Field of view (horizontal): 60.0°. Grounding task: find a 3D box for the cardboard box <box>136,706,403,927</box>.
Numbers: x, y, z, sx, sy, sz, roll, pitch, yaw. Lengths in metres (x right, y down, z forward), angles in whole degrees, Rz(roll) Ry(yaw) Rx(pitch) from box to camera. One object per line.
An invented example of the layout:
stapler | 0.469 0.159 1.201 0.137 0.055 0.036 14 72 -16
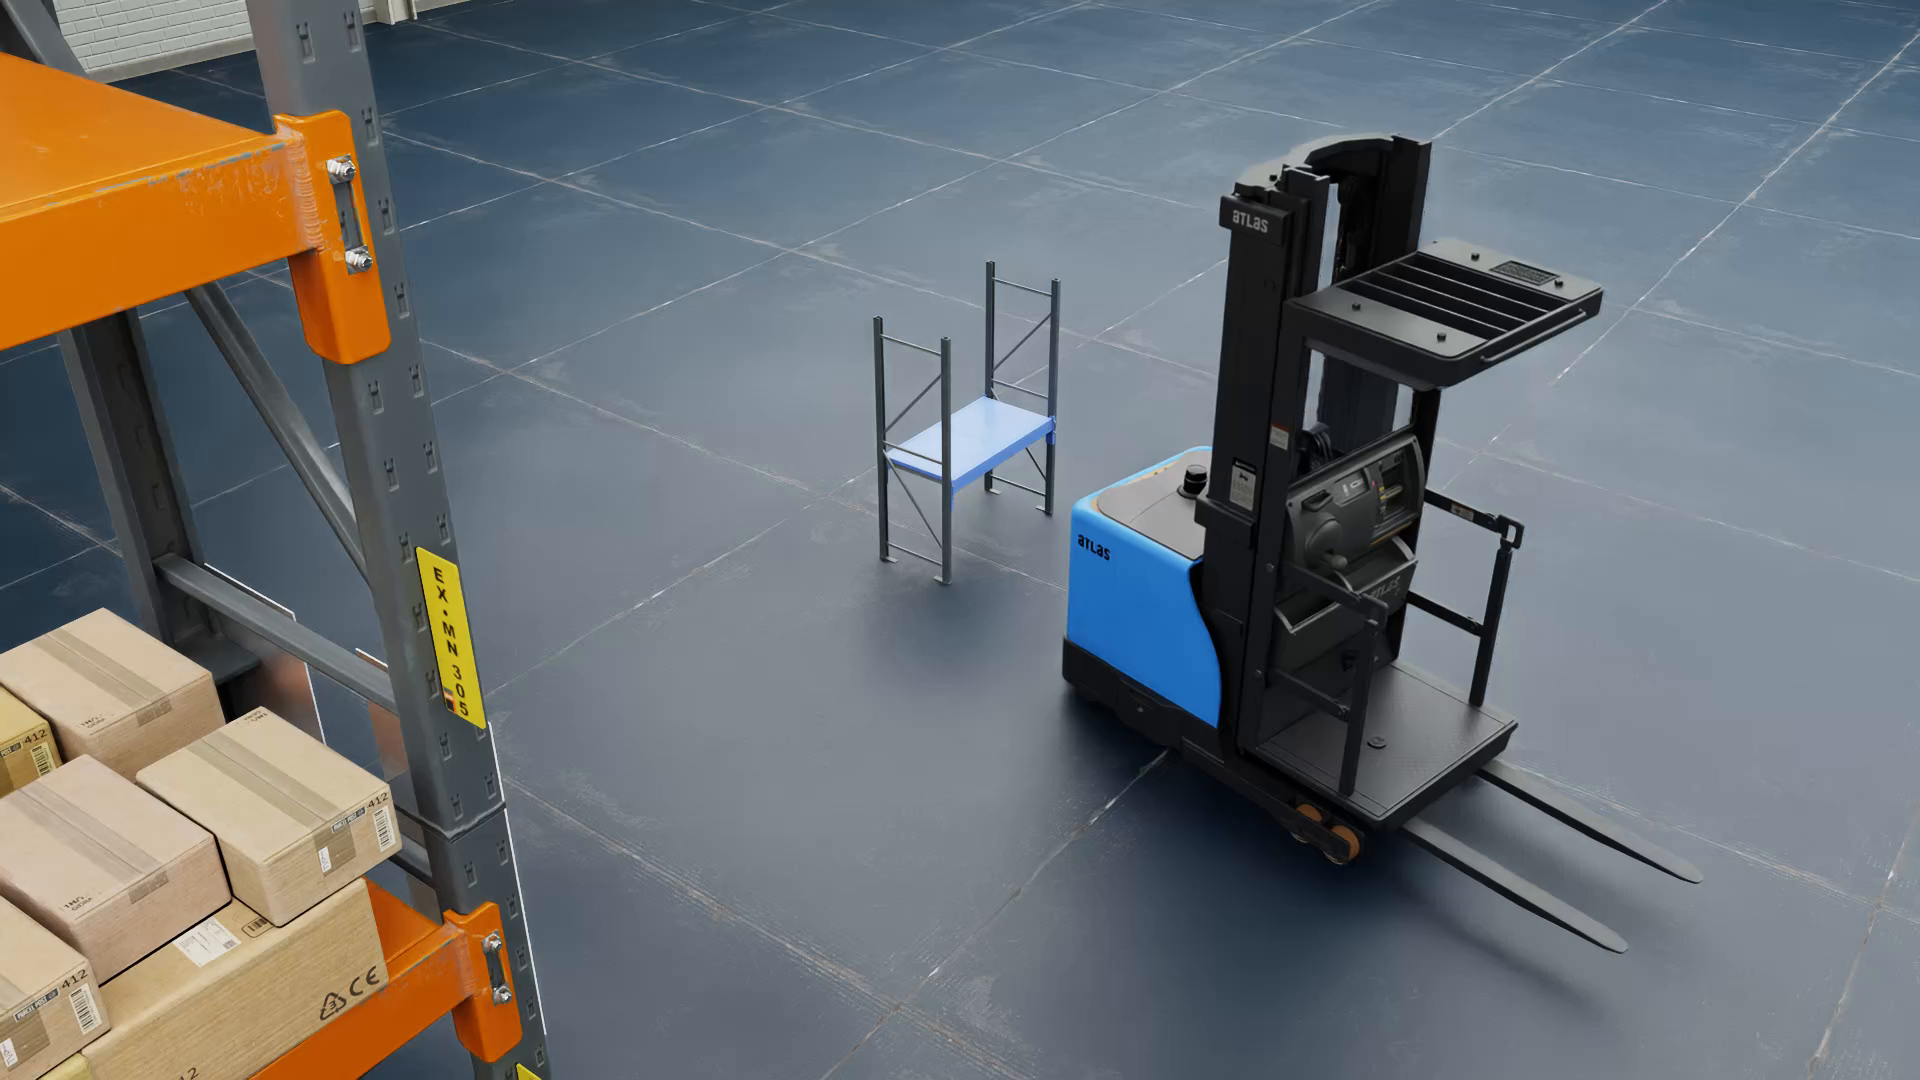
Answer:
cardboard box | -1.197 0.471 2.885 0.380 0.149 0.250 21 37 31

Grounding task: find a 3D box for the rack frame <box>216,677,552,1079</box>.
rack frame | -1.278 1.659 4.066 1.000 3.000 0.127 21 37 31

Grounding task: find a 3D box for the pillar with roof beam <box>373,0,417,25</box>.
pillar with roof beam | -3.601 -9.045 16.243 9.100 9.000 0.400 21 37 31

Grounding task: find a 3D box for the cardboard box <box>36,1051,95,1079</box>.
cardboard box | -1.666 0.911 2.532 0.500 0.250 0.500 21 37 32

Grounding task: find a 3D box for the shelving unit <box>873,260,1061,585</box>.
shelving unit | 0.051 -0.680 9.483 0.538 1.500 1.048 21 37 31

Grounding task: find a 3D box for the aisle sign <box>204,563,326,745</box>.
aisle sign | -1.480 0.423 3.601 0.394 0.787 0.004 21 37 31

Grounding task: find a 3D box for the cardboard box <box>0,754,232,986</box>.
cardboard box | -1.448 0.540 2.767 0.380 0.149 0.250 20 36 30

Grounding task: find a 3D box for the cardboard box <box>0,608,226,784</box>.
cardboard box | -1.629 0.302 3.169 0.380 0.149 0.250 21 36 31

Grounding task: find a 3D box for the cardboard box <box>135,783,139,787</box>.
cardboard box | -1.775 0.549 3.143 0.500 0.250 0.500 22 37 33

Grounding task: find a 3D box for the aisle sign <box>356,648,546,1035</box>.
aisle sign | -1.001 0.608 3.289 0.394 0.787 0.004 21 37 31

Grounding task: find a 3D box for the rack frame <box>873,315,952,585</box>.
rack frame | -0.255 -0.473 9.135 0.500 1.500 0.032 21 37 31

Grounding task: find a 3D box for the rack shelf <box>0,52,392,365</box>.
rack shelf | -2.485 0.202 1.349 1.077 0.370 4.000 21 37 31

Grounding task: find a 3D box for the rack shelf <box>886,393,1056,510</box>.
rack shelf | 0.051 -0.525 9.575 0.538 0.185 1.000 21 37 31

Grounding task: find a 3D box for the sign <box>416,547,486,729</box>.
sign | -0.848 0.167 2.773 0.100 0.325 0.005 21 37 31

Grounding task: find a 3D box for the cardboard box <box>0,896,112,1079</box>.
cardboard box | -1.525 0.685 2.523 0.380 0.149 0.250 19 36 29

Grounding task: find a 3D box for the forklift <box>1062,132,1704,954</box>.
forklift | 1.874 -0.118 7.131 1.130 2.935 3.031 -24 38 -35

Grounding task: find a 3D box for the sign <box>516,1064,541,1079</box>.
sign | -0.848 1.204 3.388 0.100 0.325 0.005 21 37 31

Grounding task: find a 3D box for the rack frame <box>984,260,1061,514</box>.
rack frame | 0.358 -0.887 9.832 0.500 1.500 0.032 21 37 31

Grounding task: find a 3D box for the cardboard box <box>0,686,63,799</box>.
cardboard box | -1.862 0.378 3.041 0.380 0.149 0.250 22 37 32

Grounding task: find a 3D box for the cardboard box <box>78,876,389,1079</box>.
cardboard box | -1.367 0.707 2.876 0.500 0.250 0.500 22 37 32

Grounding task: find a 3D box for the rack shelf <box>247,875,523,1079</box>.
rack shelf | -2.485 1.491 2.112 1.077 0.370 4.000 21 37 31

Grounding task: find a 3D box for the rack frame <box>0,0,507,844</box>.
rack frame | -1.278 -0.922 2.536 1.000 3.000 0.127 21 37 31
